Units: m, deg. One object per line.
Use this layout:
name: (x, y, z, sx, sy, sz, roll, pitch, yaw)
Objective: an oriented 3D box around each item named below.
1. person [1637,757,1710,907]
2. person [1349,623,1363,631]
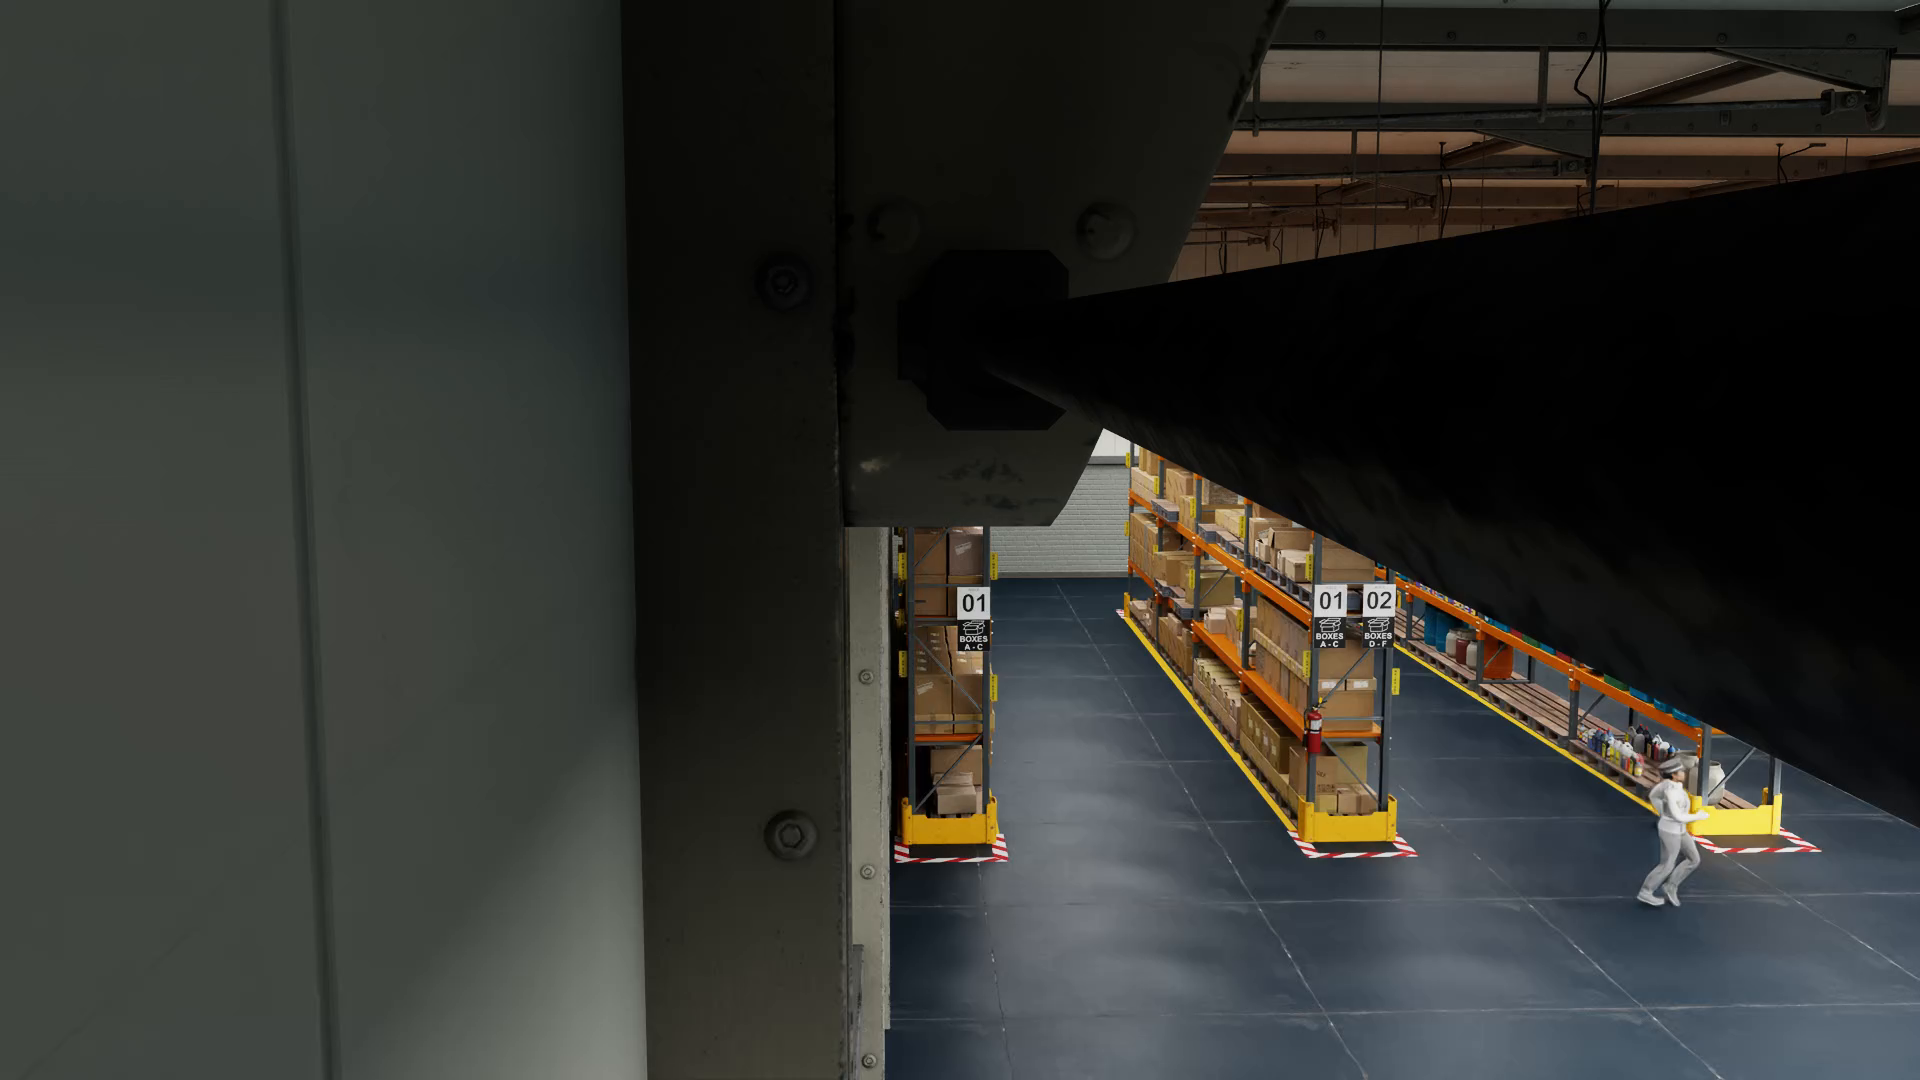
person: (7.769, 3.189, 18.084, 0.677, 1.693, 0.581, 3, 8, 25)
person: (7.014, 1.652, 29.872, 0.658, 1.738, 0.601, -2, 8, -16)
